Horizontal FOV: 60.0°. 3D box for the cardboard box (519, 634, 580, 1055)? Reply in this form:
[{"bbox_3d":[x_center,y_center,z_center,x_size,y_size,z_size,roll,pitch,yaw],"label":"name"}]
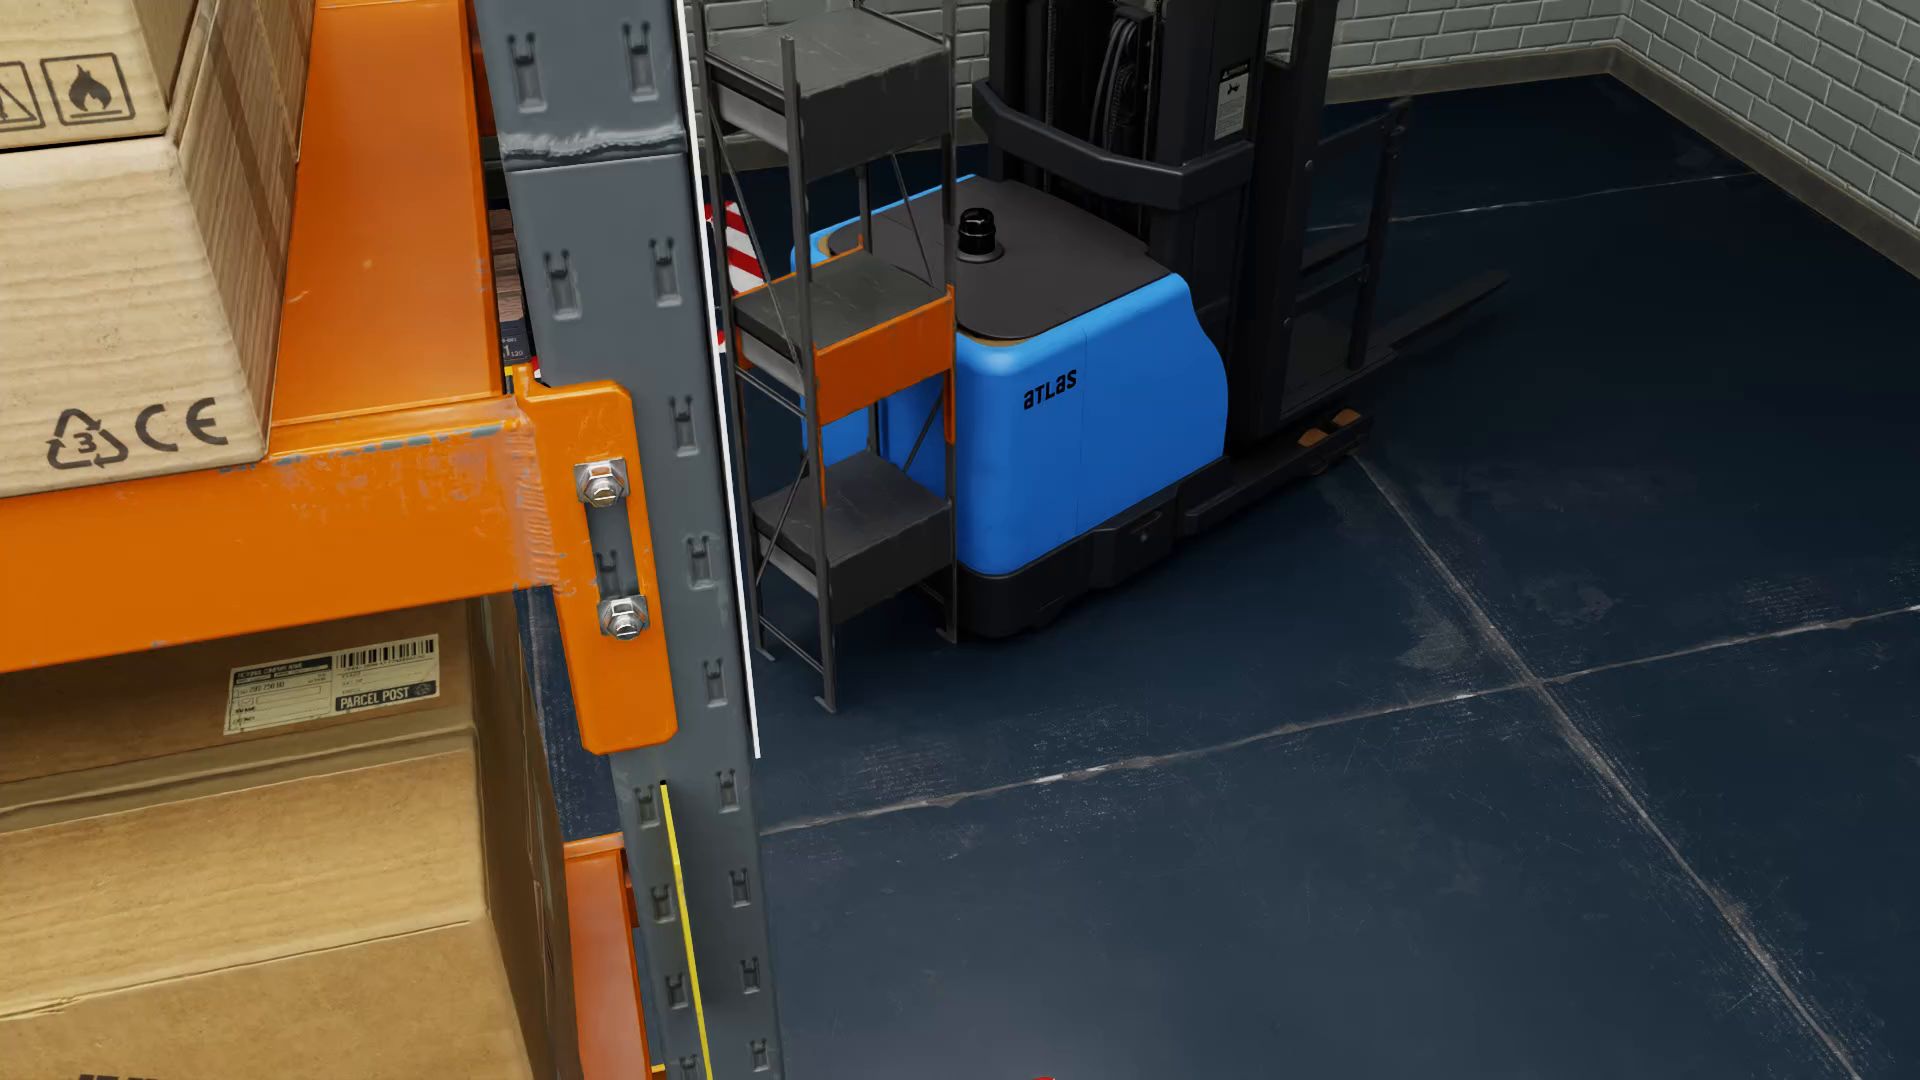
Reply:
[{"bbox_3d":[-0.880,0.512,2.530,0.500,0.500,0.500,-9,38,-11],"label":"cardboard box"}]

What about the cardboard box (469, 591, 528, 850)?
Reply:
[{"bbox_3d":[-0.880,0.115,2.226,0.500,0.500,0.500,-8,38,-11],"label":"cardboard box"}]

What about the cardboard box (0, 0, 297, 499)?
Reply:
[{"bbox_3d":[-0.810,-0.260,1.276,0.500,0.250,0.500,-9,38,-12],"label":"cardboard box"}]

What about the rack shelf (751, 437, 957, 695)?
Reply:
[{"bbox_3d":[-0.331,0.073,5.101,0.480,0.518,0.431,-28,45,-32],"label":"rack shelf"}]

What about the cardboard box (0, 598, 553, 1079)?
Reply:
[{"bbox_3d":[-0.741,0.431,1.813,0.500,0.500,0.500,-10,38,-12],"label":"cardboard box"}]

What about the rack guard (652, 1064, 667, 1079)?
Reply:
[{"bbox_3d":[-0.456,1.641,3.194,0.348,0.500,1.175,-9,38,-12],"label":"rack guard"}]

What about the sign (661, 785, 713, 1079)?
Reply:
[{"bbox_3d":[-0.257,0.379,1.573,0.005,0.325,0.100,-9,38,-12],"label":"sign"}]

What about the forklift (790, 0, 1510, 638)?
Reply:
[{"bbox_3d":[0.892,-1.617,5.452,3.031,2.935,1.130,-28,45,-32],"label":"forklift"}]

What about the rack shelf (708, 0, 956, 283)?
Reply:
[{"bbox_3d":[-0.331,-1.039,4.250,0.480,0.518,0.431,-28,45,-32],"label":"rack shelf"}]

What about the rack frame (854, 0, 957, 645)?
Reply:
[{"bbox_3d":[-0.147,-0.591,4.795,0.015,2.100,0.400,-28,45,-32],"label":"rack frame"}]

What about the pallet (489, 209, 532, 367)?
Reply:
[{"bbox_3d":[-2.429,-0.989,6.869,1.213,0.211,1.003,-9,38,-12],"label":"pallet"}]

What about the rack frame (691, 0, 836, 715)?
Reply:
[{"bbox_3d":[-0.514,-0.396,4.540,0.015,2.100,0.400,-28,45,-32],"label":"rack frame"}]

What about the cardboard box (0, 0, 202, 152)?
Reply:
[{"bbox_3d":[-0.812,-0.464,1.130,0.500,0.250,0.500,-9,38,-12],"label":"cardboard box"}]

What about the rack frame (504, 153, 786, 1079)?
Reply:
[{"bbox_3d":[-0.383,0.636,2.450,0.127,3.000,1.000,-9,38,-12],"label":"rack frame"}]

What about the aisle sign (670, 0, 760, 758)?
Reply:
[{"bbox_3d":[-0.237,-0.228,1.439,0.004,0.787,0.394,-9,38,-12],"label":"aisle sign"}]

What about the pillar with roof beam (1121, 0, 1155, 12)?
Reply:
[{"bbox_3d":[1.826,-3.062,2.346,0.400,9.000,9.100,-9,38,-12],"label":"pillar with roof beam"}]

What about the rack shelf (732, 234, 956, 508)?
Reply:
[{"bbox_3d":[-0.331,-0.483,4.676,0.480,0.518,0.431,-28,45,-32],"label":"rack shelf"}]

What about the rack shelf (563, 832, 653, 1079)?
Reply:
[{"bbox_3d":[-2.313,1.238,2.254,4.000,0.370,1.077,-9,38,-12],"label":"rack shelf"}]

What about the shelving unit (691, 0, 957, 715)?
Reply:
[{"bbox_3d":[-0.331,-0.494,4.667,0.503,2.100,0.431,-28,45,-32],"label":"shelving unit"}]

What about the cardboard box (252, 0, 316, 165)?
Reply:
[{"bbox_3d":[-0.945,-0.564,1.673,0.500,0.250,0.500,-9,38,-12],"label":"cardboard box"}]

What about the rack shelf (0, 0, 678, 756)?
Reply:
[{"bbox_3d":[-2.313,0.047,1.343,4.000,0.370,1.077,-9,38,-12],"label":"rack shelf"}]

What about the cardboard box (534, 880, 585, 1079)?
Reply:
[{"bbox_3d":[-0.744,0.827,2.118,0.500,0.500,0.500,-8,38,-11],"label":"cardboard box"}]

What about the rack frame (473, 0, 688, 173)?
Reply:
[{"bbox_3d":[-0.383,-1.747,0.627,0.127,3.000,1.000,-9,38,-12],"label":"rack frame"}]
